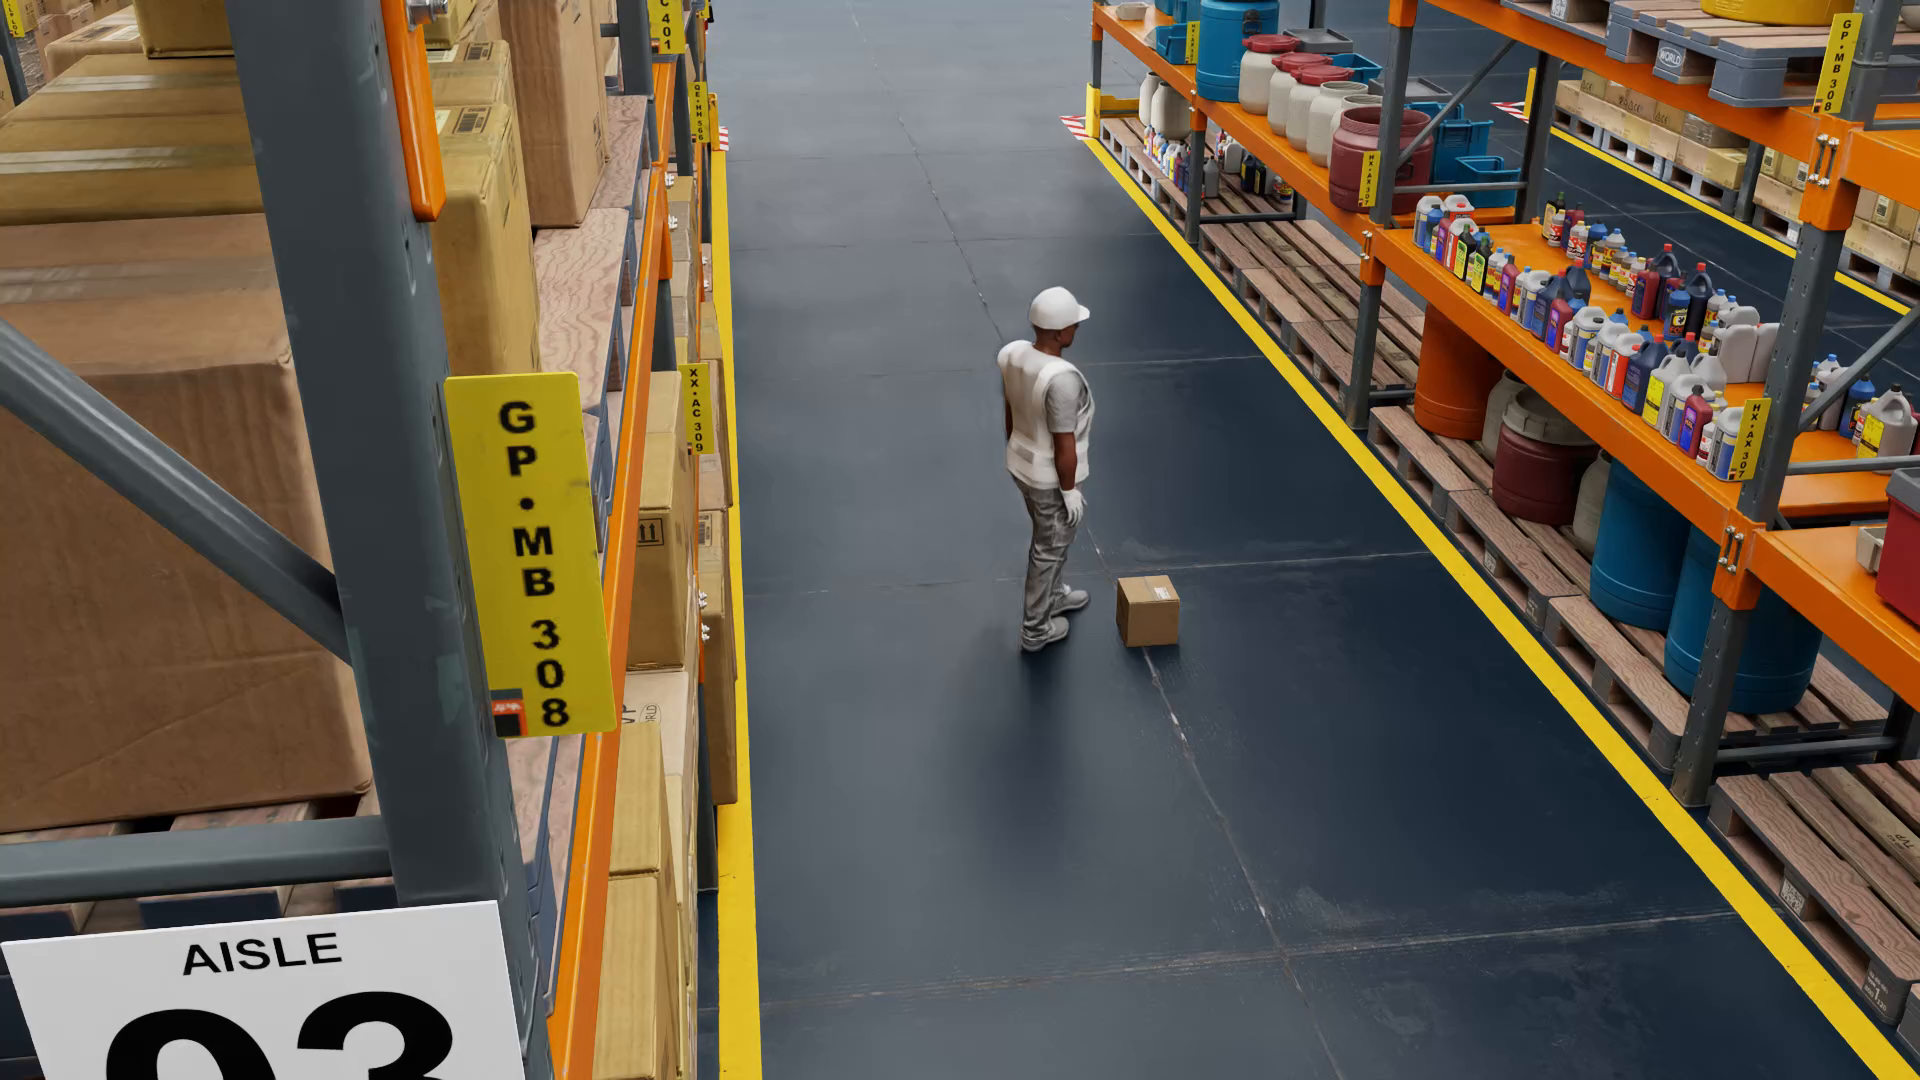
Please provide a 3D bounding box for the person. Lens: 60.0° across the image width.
[{"bbox_3d":[0.507,-0.338,7.742,0.571,1.789,0.583,-13,30,-25],"label":"person"}]
